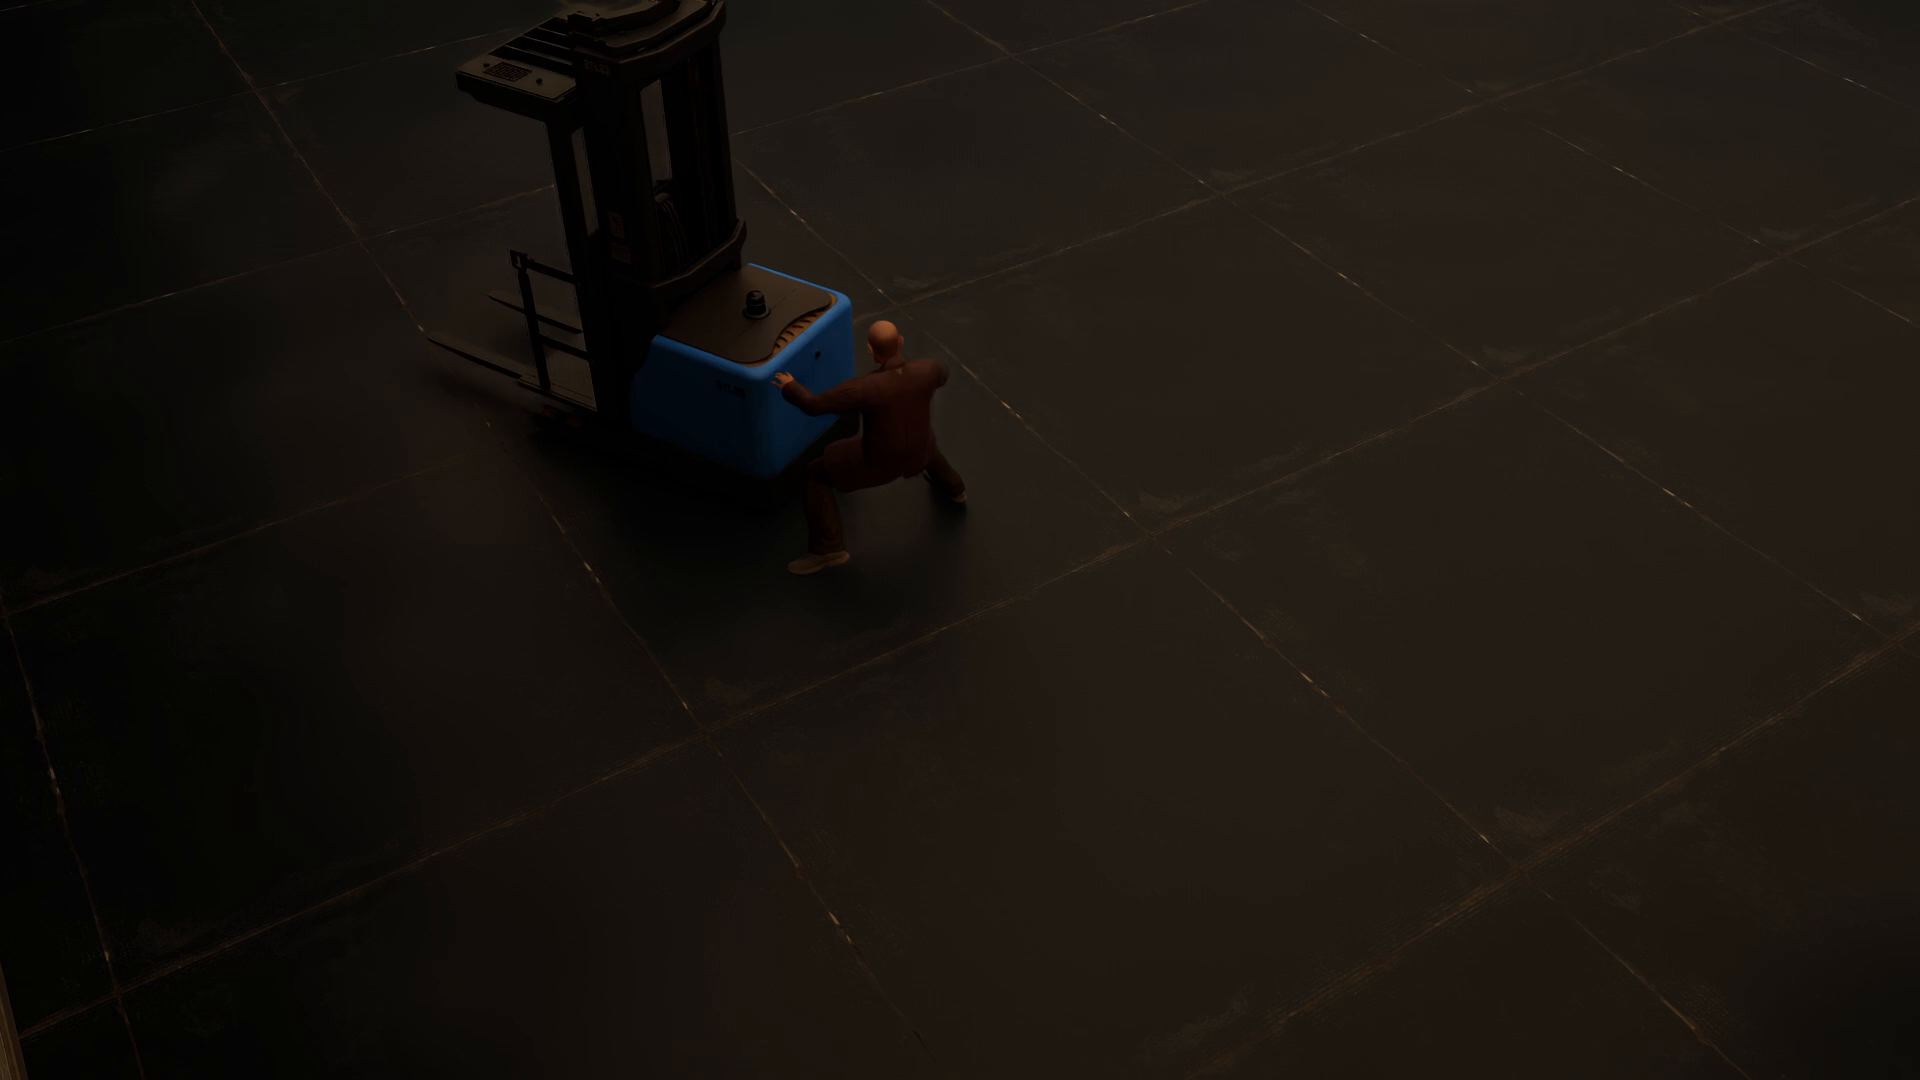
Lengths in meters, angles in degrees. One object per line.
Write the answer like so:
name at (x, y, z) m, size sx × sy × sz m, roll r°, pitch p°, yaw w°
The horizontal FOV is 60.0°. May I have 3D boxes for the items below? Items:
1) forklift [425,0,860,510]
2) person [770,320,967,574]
forklift at (-2.183, -2.012, 10.173) m, size 3.031 × 2.935 × 1.130 m, roll 21°, pitch 45°, yaw 22°
person at (-0.511, -0.628, 9.605) m, size 1.267 × 1.514 × 0.713 m, roll -18°, pitch 44°, yaw -20°
